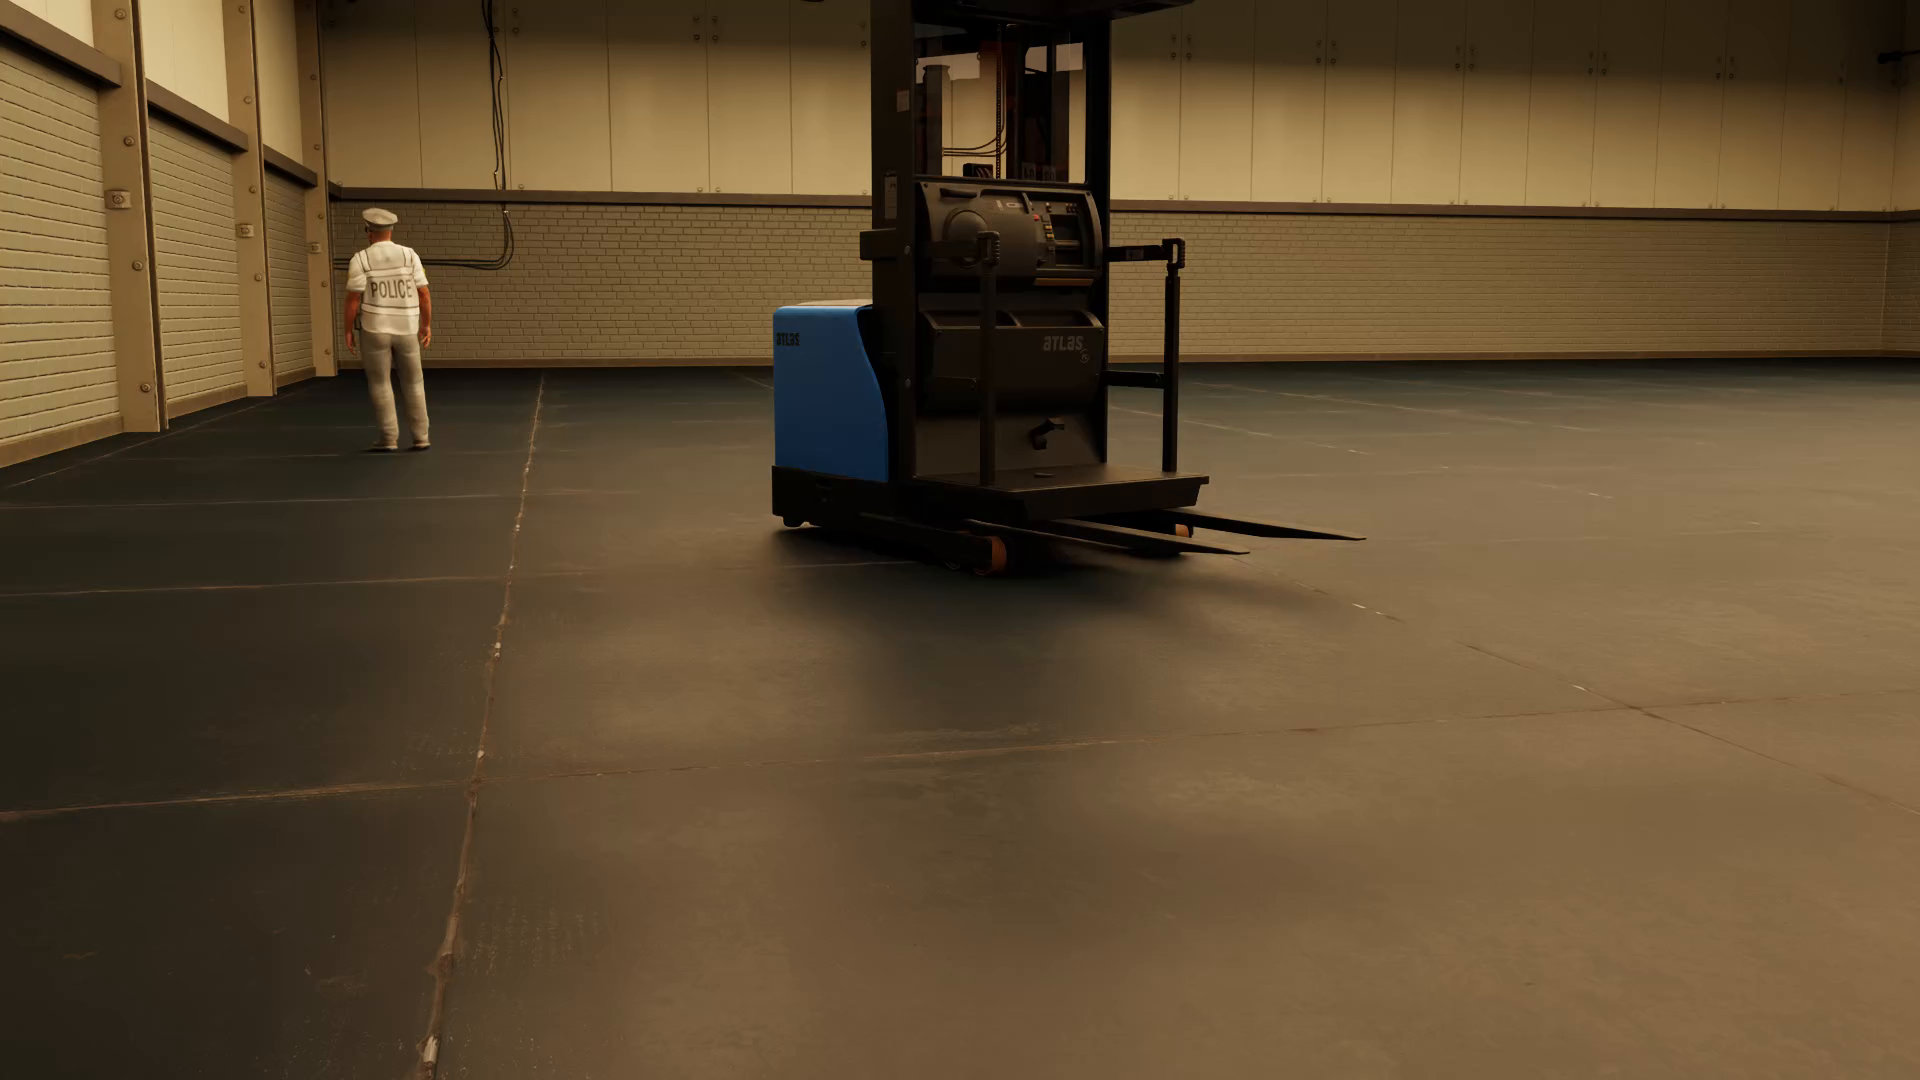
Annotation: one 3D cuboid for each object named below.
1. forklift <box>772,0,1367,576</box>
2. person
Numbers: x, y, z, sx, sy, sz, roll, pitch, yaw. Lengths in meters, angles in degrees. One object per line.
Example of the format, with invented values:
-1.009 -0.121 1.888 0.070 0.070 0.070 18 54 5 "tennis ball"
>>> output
0.355 -1.383 7.015 1.130 2.935 3.031 -6 10 -35 "forklift"
-4.261 -1.560 12.366 0.639 1.781 0.575 -5 9 -30 "person"
